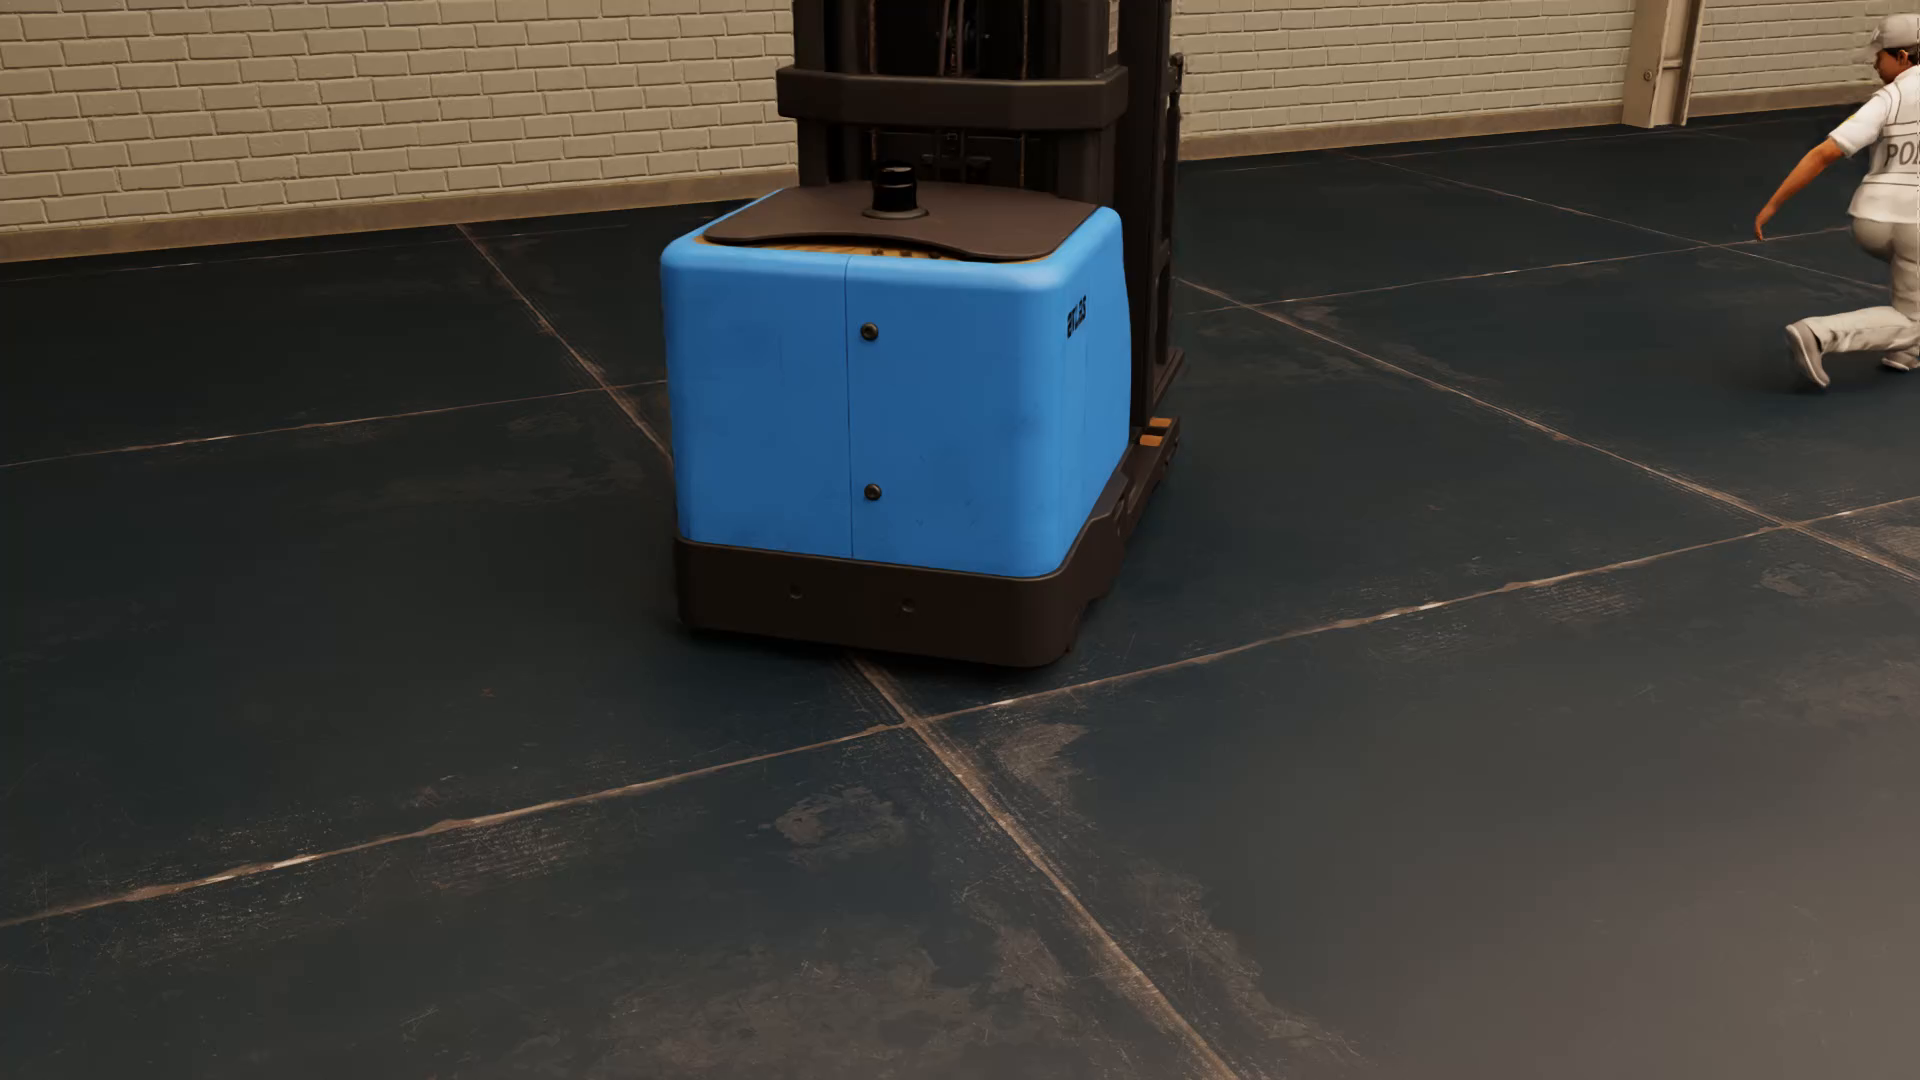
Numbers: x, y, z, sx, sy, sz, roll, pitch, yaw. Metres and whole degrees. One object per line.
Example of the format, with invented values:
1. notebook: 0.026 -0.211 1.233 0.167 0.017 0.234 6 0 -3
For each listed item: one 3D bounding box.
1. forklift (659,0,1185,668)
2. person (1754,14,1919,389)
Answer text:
1. forklift: 0.133 -1.572 5.069 1.130 2.935 3.031 6 23 14
2. person: 3.578 -1.296 6.474 0.915 1.433 0.660 -16 28 -34
